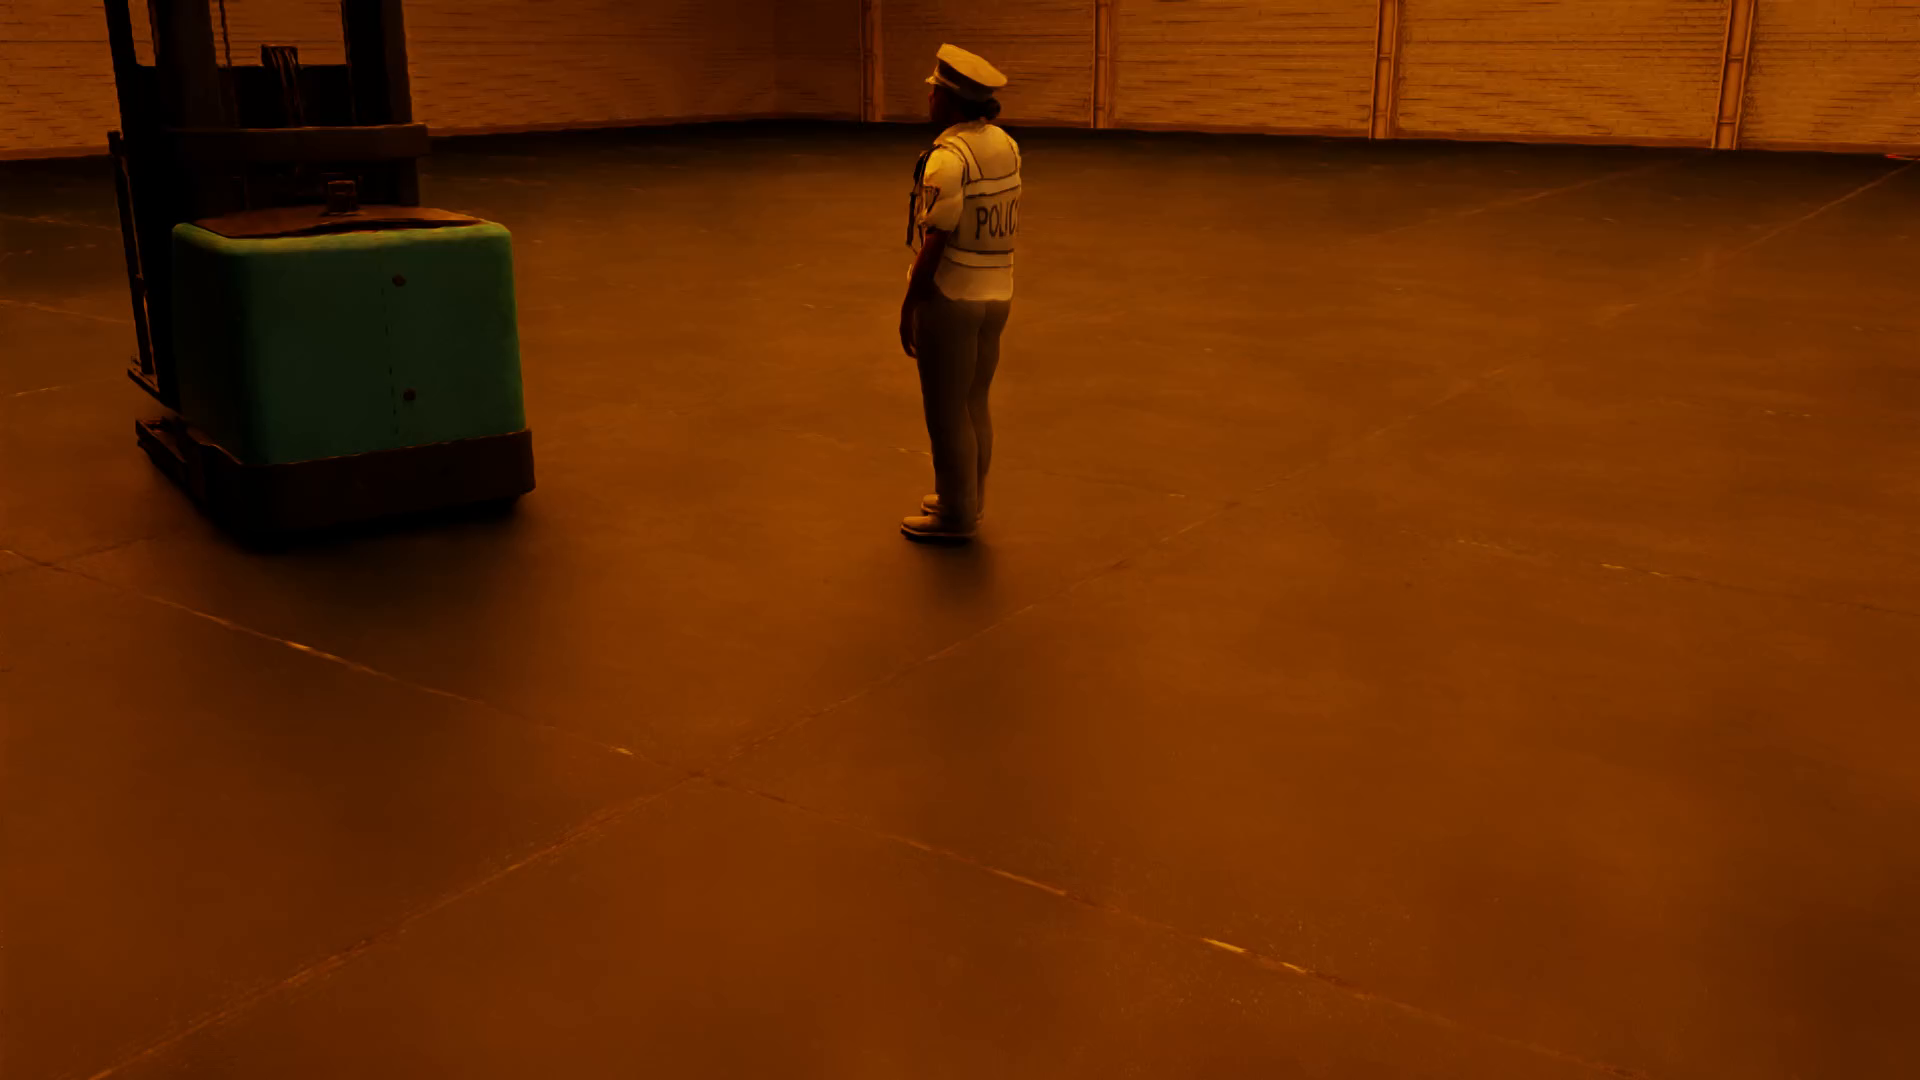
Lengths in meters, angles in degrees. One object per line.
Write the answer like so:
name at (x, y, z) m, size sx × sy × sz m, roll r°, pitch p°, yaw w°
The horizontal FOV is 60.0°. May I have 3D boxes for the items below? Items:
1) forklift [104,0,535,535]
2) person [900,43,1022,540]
forklift at (-2.887, -1.786, 6.804) m, size 1.130 × 2.935 × 3.031 m, roll -12°, pitch 20°, yaw -34°
person at (-0.051, -0.836, 5.760) m, size 0.529 × 1.695 × 0.570 m, roll 11°, pitch 20°, yaw 33°
